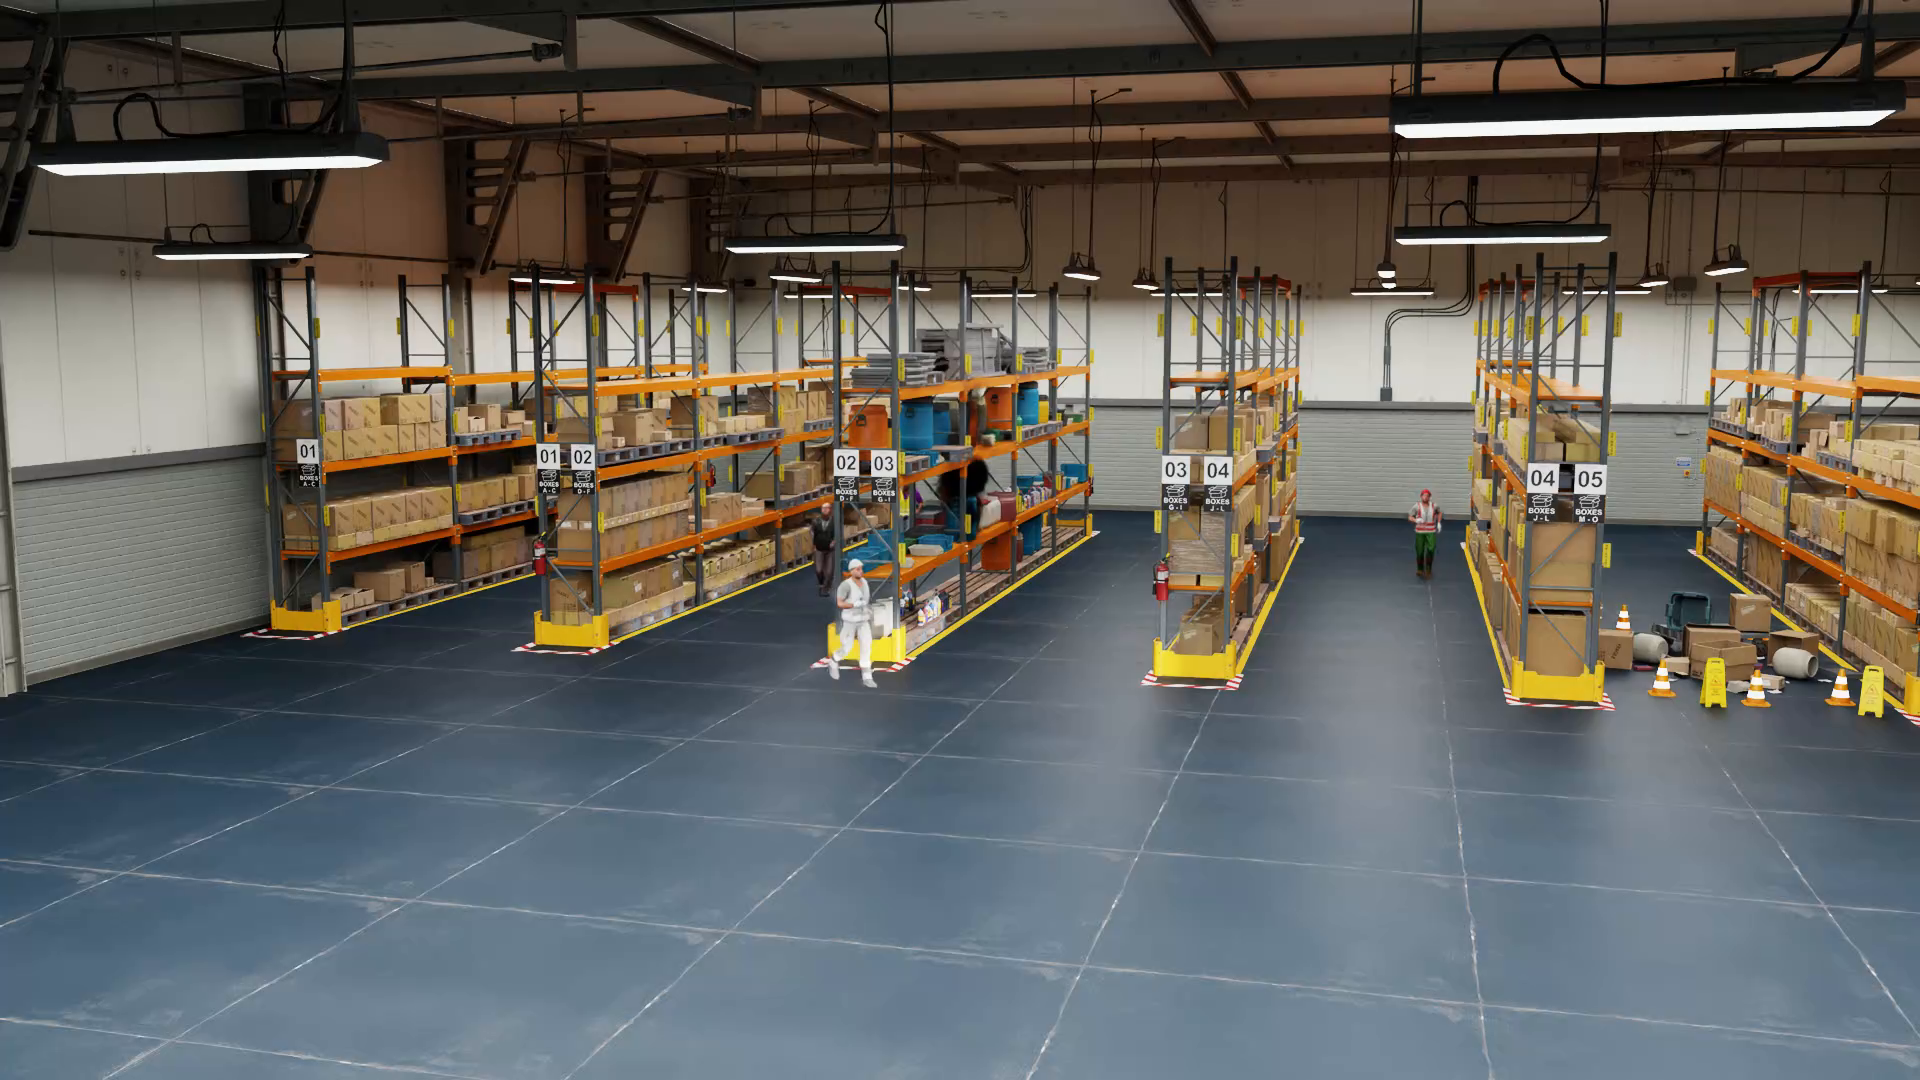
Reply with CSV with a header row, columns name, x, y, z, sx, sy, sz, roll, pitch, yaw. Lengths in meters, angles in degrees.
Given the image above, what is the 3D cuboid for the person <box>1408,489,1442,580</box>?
name,x,y,z,sx,sy,sz,roll,pitch,yaw
person,9.328,-0.113,33.380,0.670,1.827,0.732,2,7,12

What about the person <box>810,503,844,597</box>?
name,x,y,z,sx,sy,sz,roll,pitch,yaw
person,-2.346,0.279,29.159,0.607,1.500,0.587,0,7,0

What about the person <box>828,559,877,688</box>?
name,x,y,z,sx,sy,sz,roll,pitch,yaw
person,-1.478,1.138,23.233,0.665,1.764,1.017,-6,9,-40

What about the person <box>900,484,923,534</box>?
name,x,y,z,sx,sy,sz,roll,pitch,yaw
person,-1.171,-0.530,36.904,0.715,1.733,0.577,0,7,4
